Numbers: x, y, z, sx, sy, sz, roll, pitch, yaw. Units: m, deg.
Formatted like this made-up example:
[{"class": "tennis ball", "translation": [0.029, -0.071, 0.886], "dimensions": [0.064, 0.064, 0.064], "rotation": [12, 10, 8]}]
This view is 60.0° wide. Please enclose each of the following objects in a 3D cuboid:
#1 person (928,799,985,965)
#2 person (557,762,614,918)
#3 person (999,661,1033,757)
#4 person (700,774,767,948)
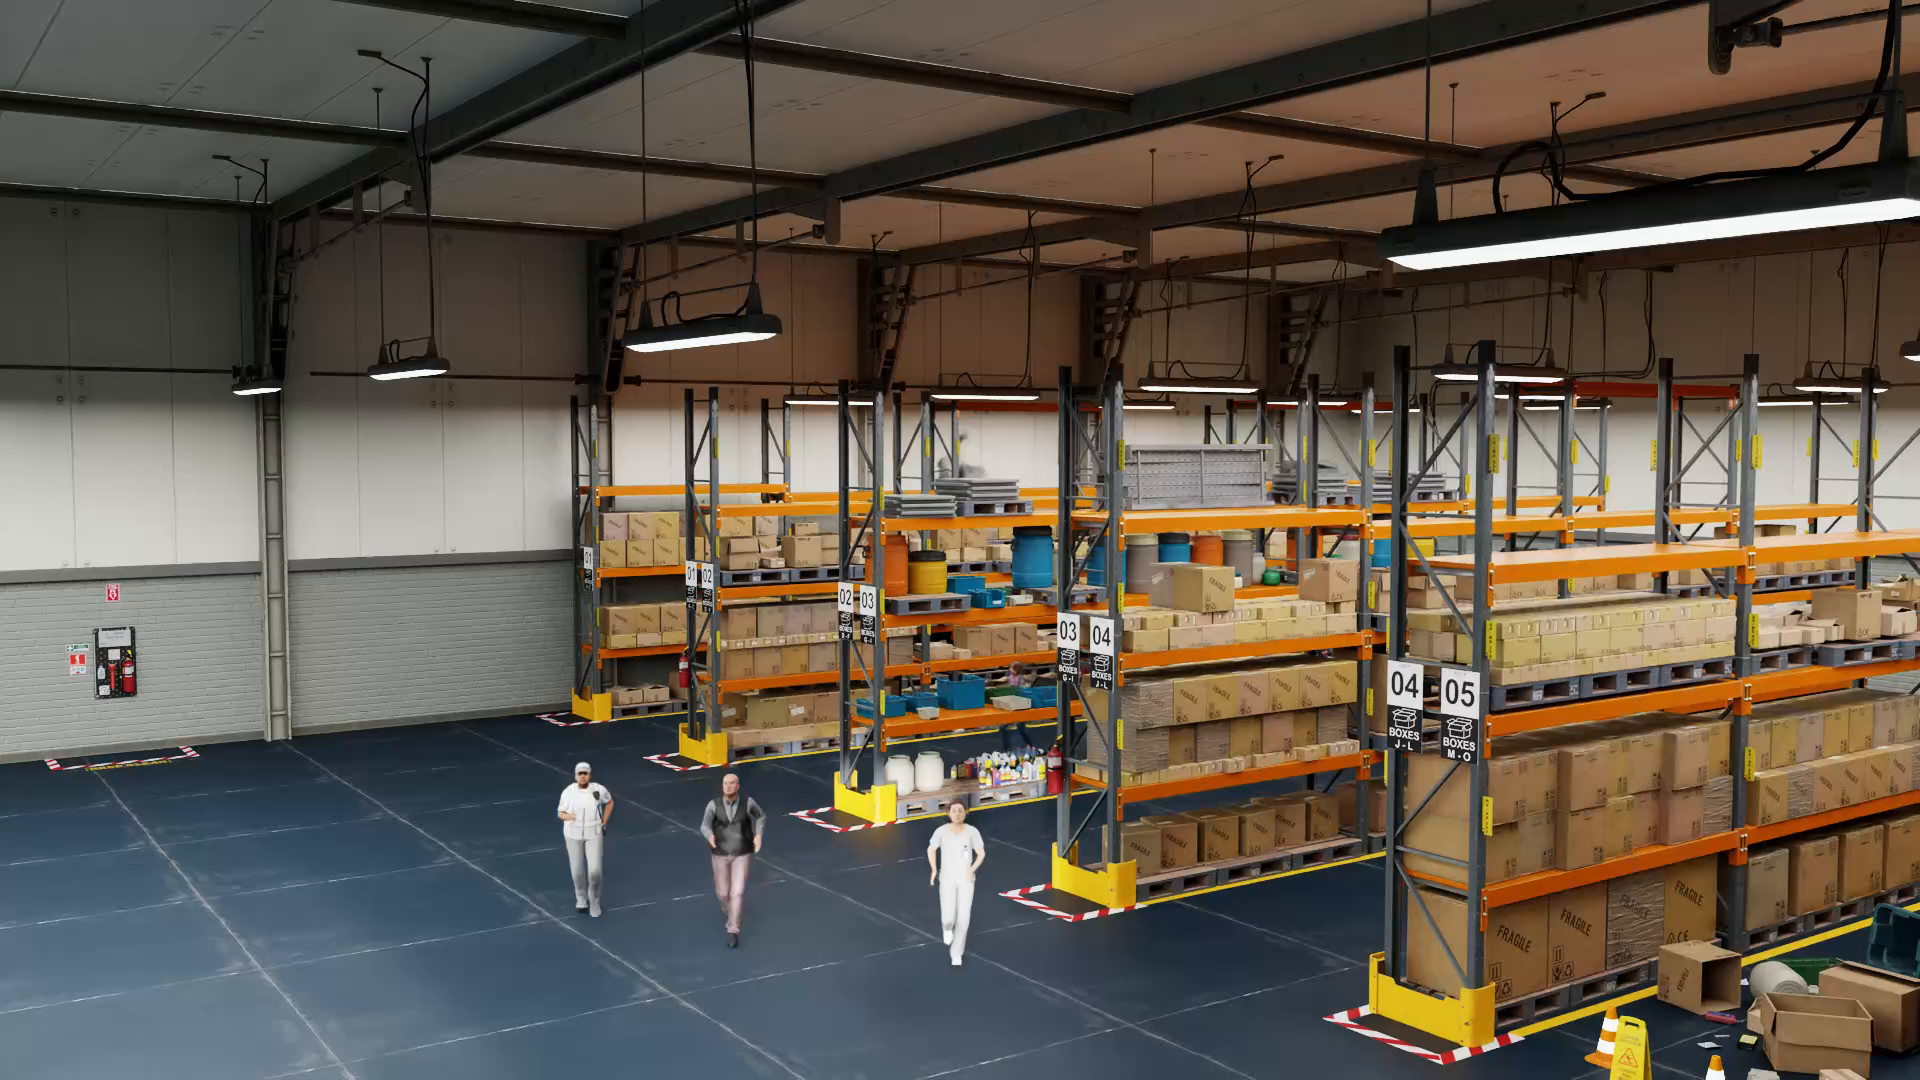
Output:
[{"class": "person", "translation": [-0.034, 3.367, 16.443], "dimensions": [0.572, 1.626, 0.570], "rotation": [0, 3, -1]}, {"class": "person", "translation": [-4.068, 3.260, 18.048], "dimensions": [0.583, 1.701, 0.660], "rotation": [-1, 3, -8]}, {"class": "person", "translation": [0.880, 2.760, 26.697], "dimensions": [0.710, 1.640, 0.503], "rotation": [-3, 5, -44]}, {"class": "person", "translation": [-2.358, 3.281, 17.264], "dimensions": [0.676, 1.696, 0.908], "rotation": [0, 3, -2]}]
